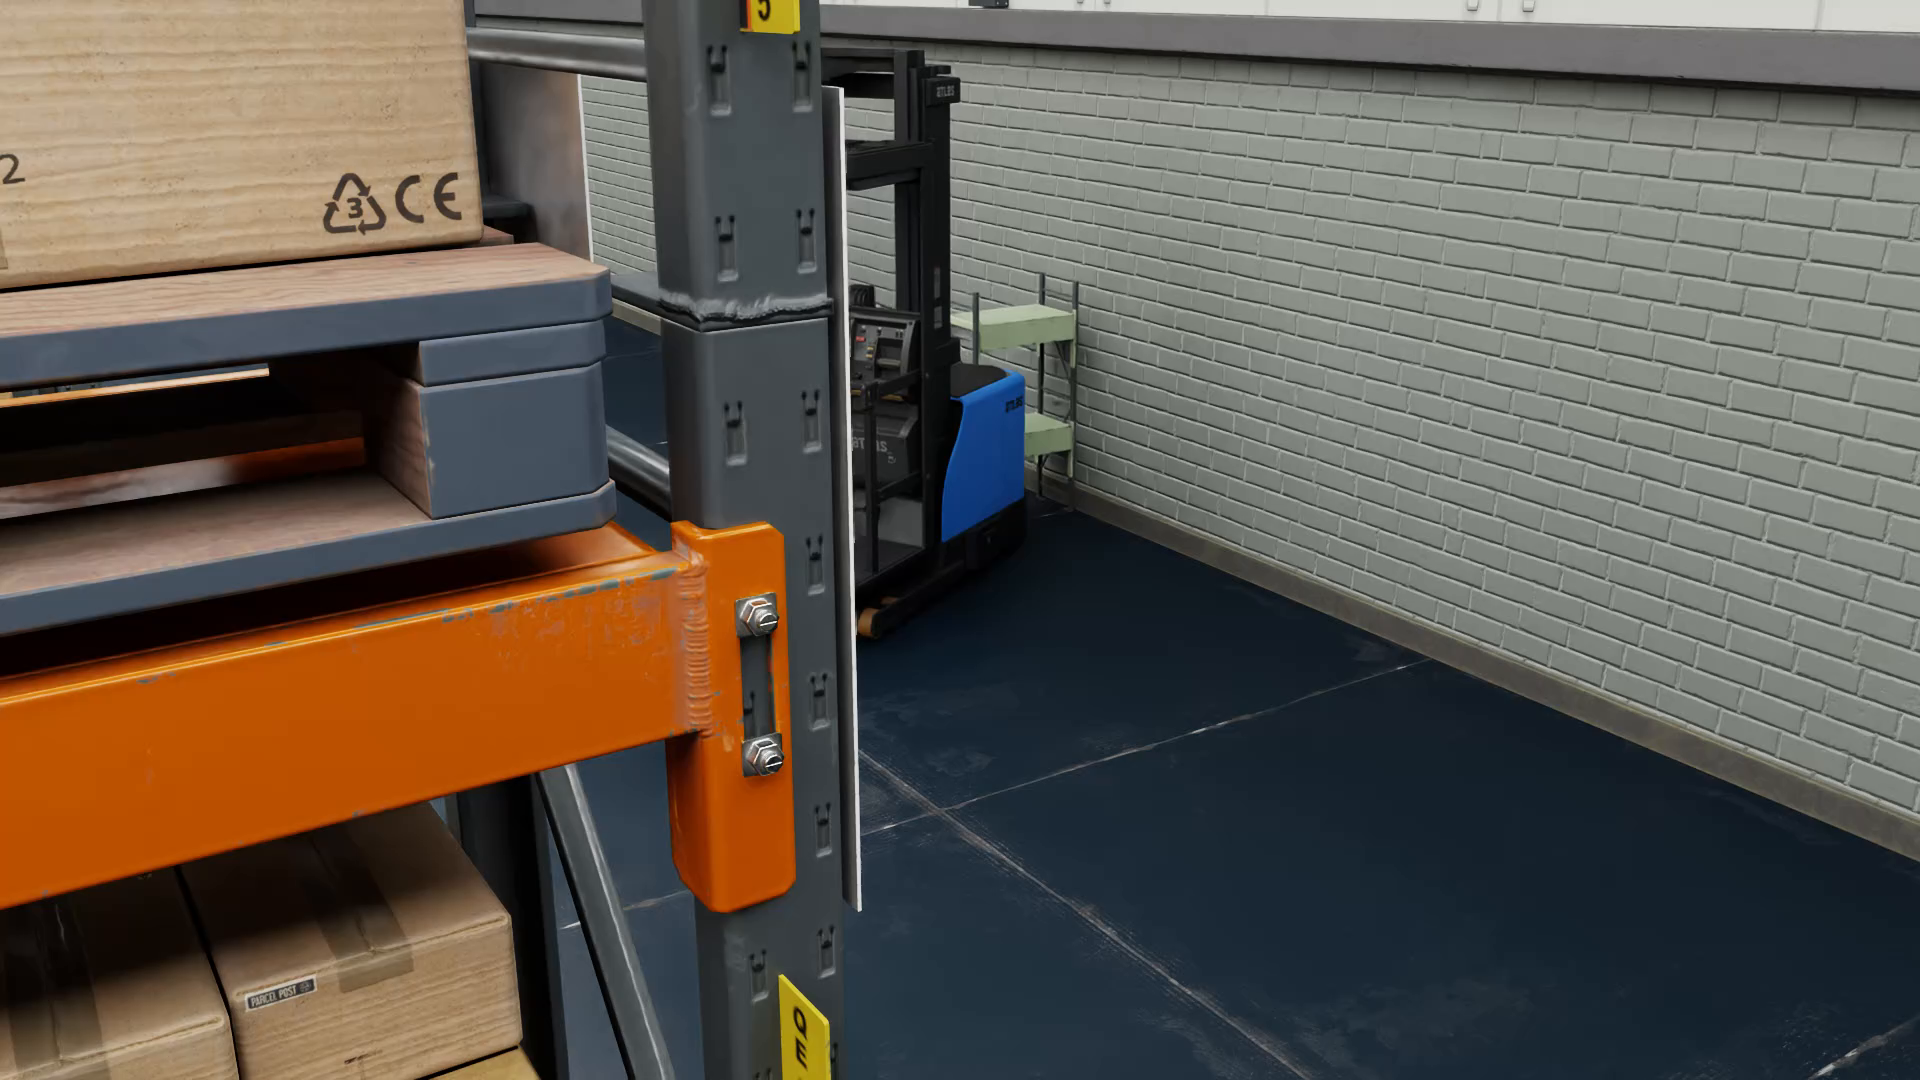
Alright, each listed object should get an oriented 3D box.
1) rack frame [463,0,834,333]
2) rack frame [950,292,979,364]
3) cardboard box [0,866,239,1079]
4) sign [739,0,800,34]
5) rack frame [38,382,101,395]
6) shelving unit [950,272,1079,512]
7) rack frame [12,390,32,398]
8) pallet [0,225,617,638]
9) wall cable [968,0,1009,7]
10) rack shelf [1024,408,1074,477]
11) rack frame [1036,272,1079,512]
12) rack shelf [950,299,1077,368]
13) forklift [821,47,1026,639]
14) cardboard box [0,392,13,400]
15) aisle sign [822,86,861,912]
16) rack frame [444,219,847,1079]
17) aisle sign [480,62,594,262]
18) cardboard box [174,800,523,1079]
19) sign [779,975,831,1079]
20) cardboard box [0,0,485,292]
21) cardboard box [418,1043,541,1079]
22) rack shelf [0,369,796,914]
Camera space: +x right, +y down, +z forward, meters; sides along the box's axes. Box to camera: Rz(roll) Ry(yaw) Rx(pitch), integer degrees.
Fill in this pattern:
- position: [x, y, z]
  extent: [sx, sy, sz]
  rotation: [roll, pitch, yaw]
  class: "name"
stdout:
- position: [-0.438, -1.739, 1.338]
  extent: [0.127, 3.000, 1.000]
  rotation: [-12, 22, -31]
  class: "rack frame"
- position: [0.000, -0.821, 10.333]
  extent: [0.023, 1.500, 0.400]
  rotation: [-11, 22, -30]
  class: "rack frame"
- position: [-0.827, 0.442, 1.522]
  extent: [0.250, 0.149, 0.380]
  rotation: [-11, 22, -30]
  class: "cardboard box"
- position: [-0.151, -0.552, 1.253]
  extent: [0.005, 0.325, 0.100]
  rotation: [-12, 22, -31]
  class: "sign"
- position: [-3.245, -0.203, 6.163]
  extent: [0.127, 3.000, 1.000]
  rotation: [-12, 22, -31]
  class: "rack frame"
- position: [0.311, -0.883, 10.516]
  extent: [0.755, 1.500, 0.431]
  rotation: [-11, 22, -30]
  class: "shelving unit"
- position: [-5.888, -1.548, 10.140]
  extent: [0.127, 3.000, 1.000]
  rotation: [-12, 22, -31]
  class: "rack frame"
- position: [-1.052, -0.143, 1.438]
  extent: [1.213, 0.211, 1.003]
  rotation: [-12, 22, -31]
  class: "pallet"
- position: [0.730, -5.988, 8.883]
  extent: [0.120, 5.999, 2.277]
  rotation: [-12, 22, -31]
  class: "wall cable"
- position: [0.311, -0.574, 10.620]
  extent: [0.720, 0.370, 0.431]
  rotation: [-11, 22, -30]
  class: "rack shelf"
- position: [0.622, -0.945, 10.699]
  extent: [0.023, 1.500, 0.400]
  rotation: [-11, 22, -30]
  class: "rack frame"
- position: [0.311, -1.253, 10.391]
  extent: [0.720, 0.370, 0.431]
  rotation: [-11, 22, -30]
  class: "rack shelf"
- position: [-0.756, -1.033, 8.724]
  extent: [1.130, 2.935, 3.031]
  rotation: [10, 21, 28]
  class: "forklift"
- position: [-3.490, -0.718, 5.504]
  extent: [0.500, 0.500, 0.500]
  rotation: [-12, 22, -32]
  class: "cardboard box"
- position: [-0.208, -0.058, 1.675]
  extent: [0.004, 0.787, 0.394]
  rotation: [-12, 22, -31]
  class: "aisle sign"
- position: [-0.438, 1.103, 2.299]
  extent: [0.127, 3.000, 1.000]
  rotation: [-12, 22, -31]
  class: "rack frame"
- position: [-0.537, -0.219, 2.150]
  extent: [0.004, 0.787, 0.394]
  rotation: [-12, 22, -31]
  class: "aisle sign"
- position: [-0.628, 0.391, 1.674]
  extent: [0.250, 0.149, 0.380]
  rotation: [-12, 22, -31]
  class: "cardboard box"
- position: [-0.151, 0.590, 1.639]
  extent: [0.005, 0.325, 0.100]
  rotation: [-12, 22, -31]
  class: "sign"
- position: [-0.764, -0.390, 1.454]
  extent: [0.500, 0.250, 0.500]
  rotation: [-14, 23, -36]
  class: "cardboard box"
- position: [-0.710, 0.730, 1.683]
  extent: [0.500, 0.500, 0.500]
  rotation: [-11, 22, -30]
  class: "cardboard box"
- position: [-2.108, 0.375, 0.892]
  extent: [4.000, 0.370, 1.077]
  rotation: [-12, 22, -31]
  class: "rack shelf"
